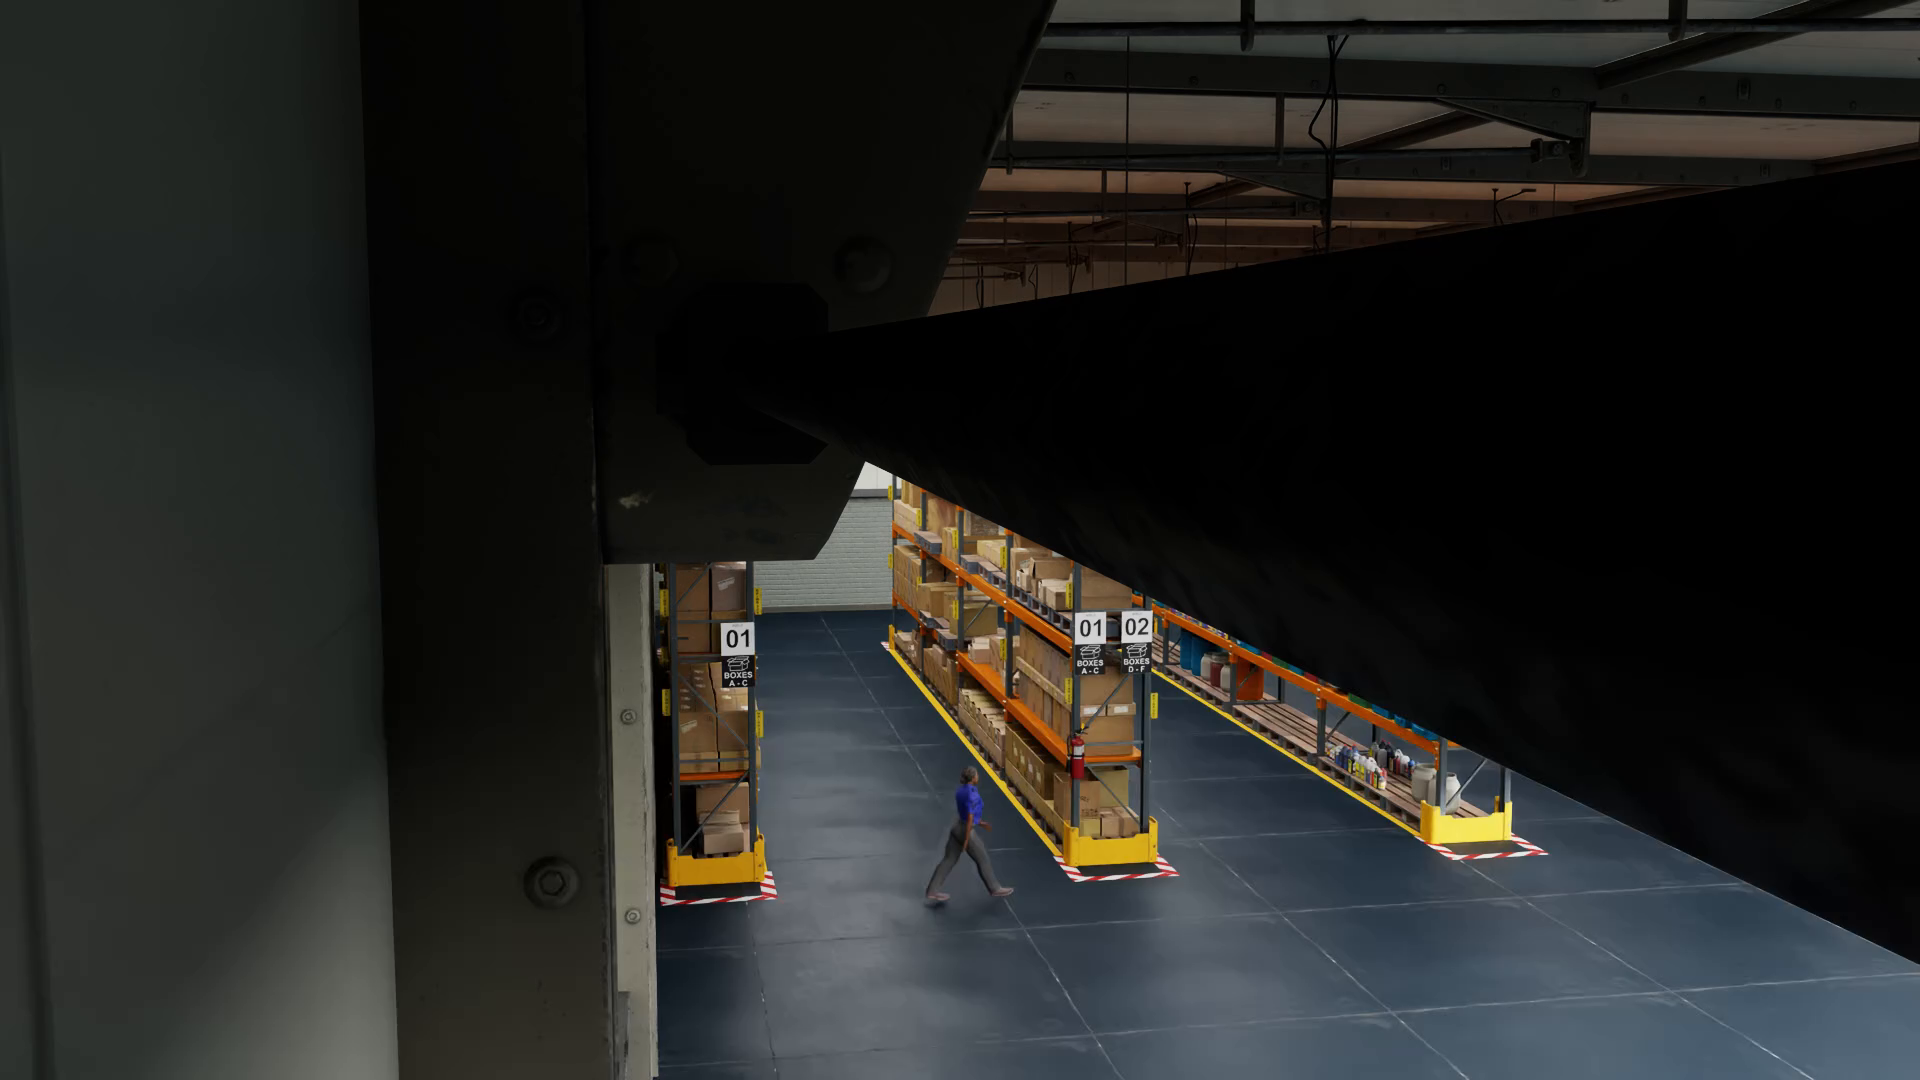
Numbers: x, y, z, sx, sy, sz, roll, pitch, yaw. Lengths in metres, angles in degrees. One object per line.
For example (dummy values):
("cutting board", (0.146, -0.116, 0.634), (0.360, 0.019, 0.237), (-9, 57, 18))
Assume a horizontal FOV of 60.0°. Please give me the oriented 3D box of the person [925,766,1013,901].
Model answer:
("person", (0.117, 3.418, 19.441), (1.059, 1.574, 0.512), (-2, 6, -17))
